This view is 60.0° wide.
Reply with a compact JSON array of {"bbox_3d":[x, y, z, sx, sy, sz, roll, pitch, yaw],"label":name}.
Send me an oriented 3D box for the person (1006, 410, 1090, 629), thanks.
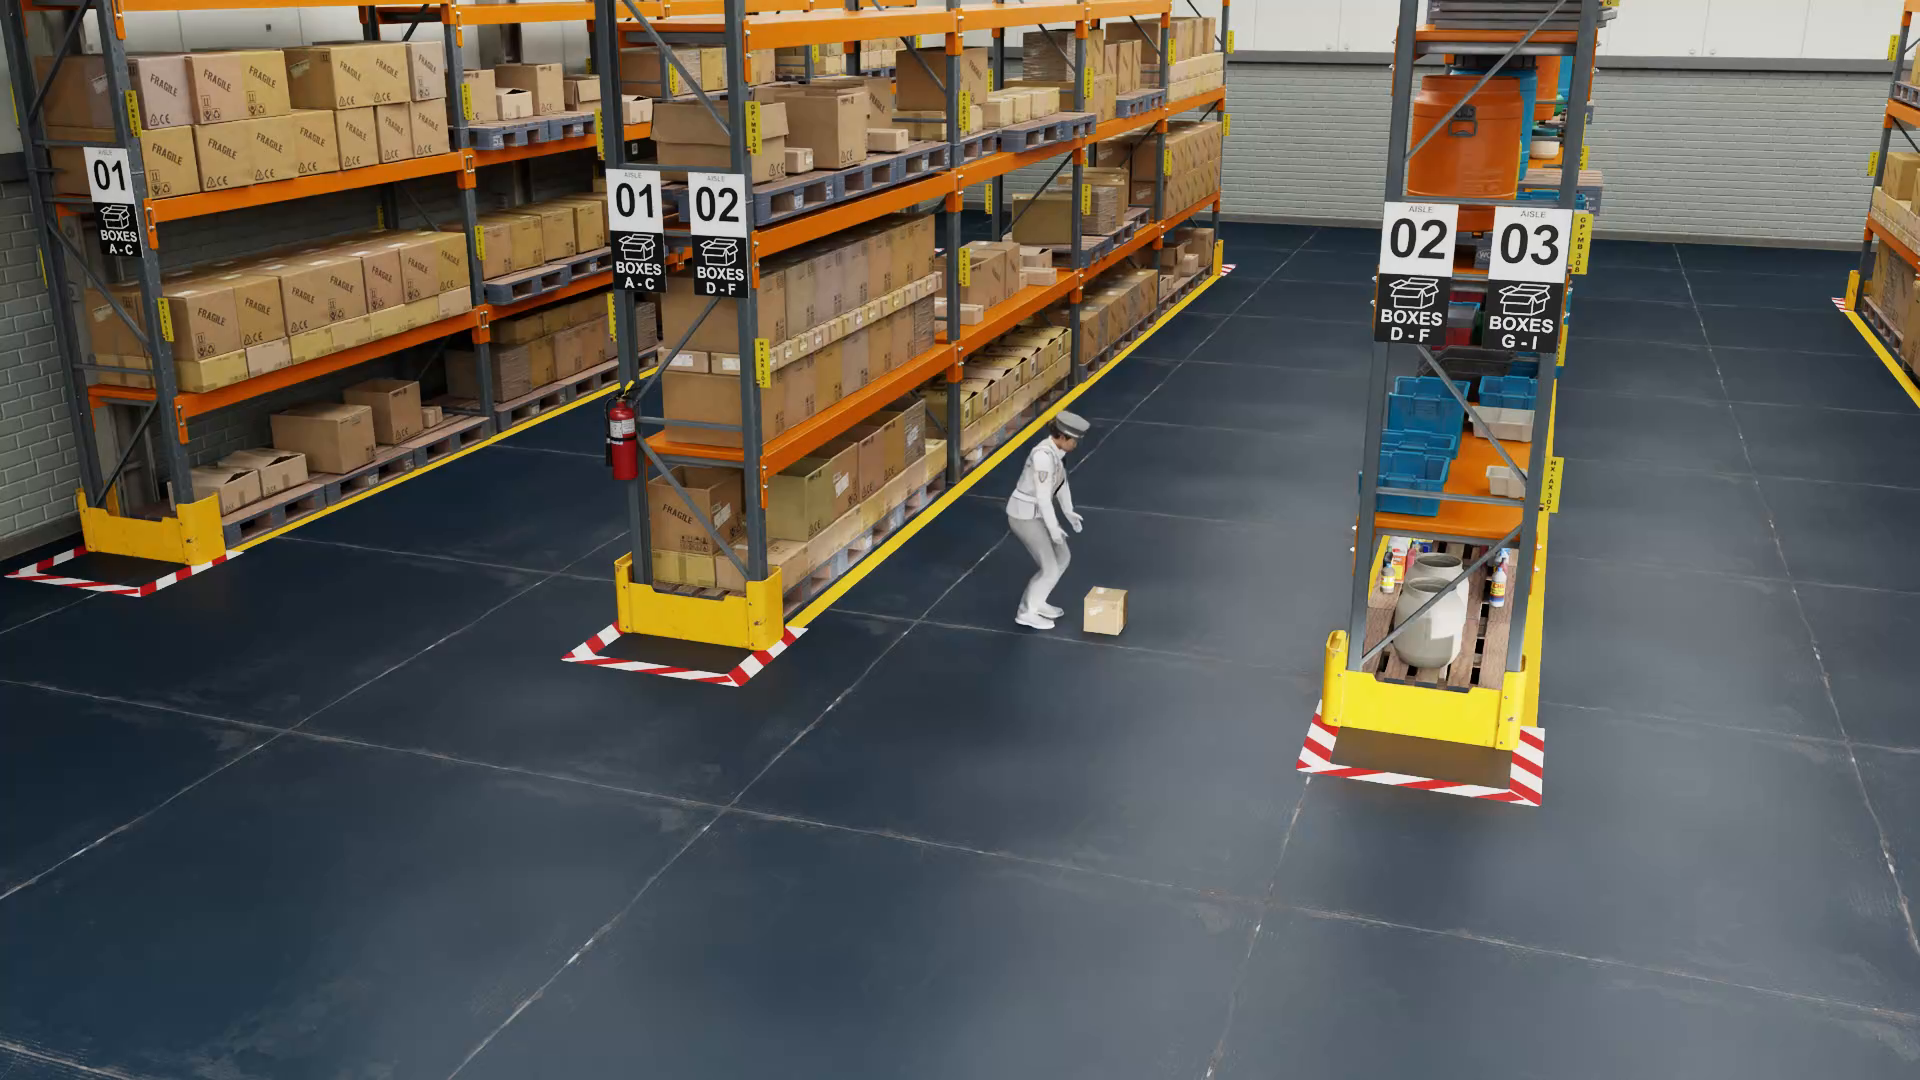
[{"bbox_3d":[0.624,-0.158,11.737,0.570,1.542,0.523,7,20,19],"label":"person"}]
